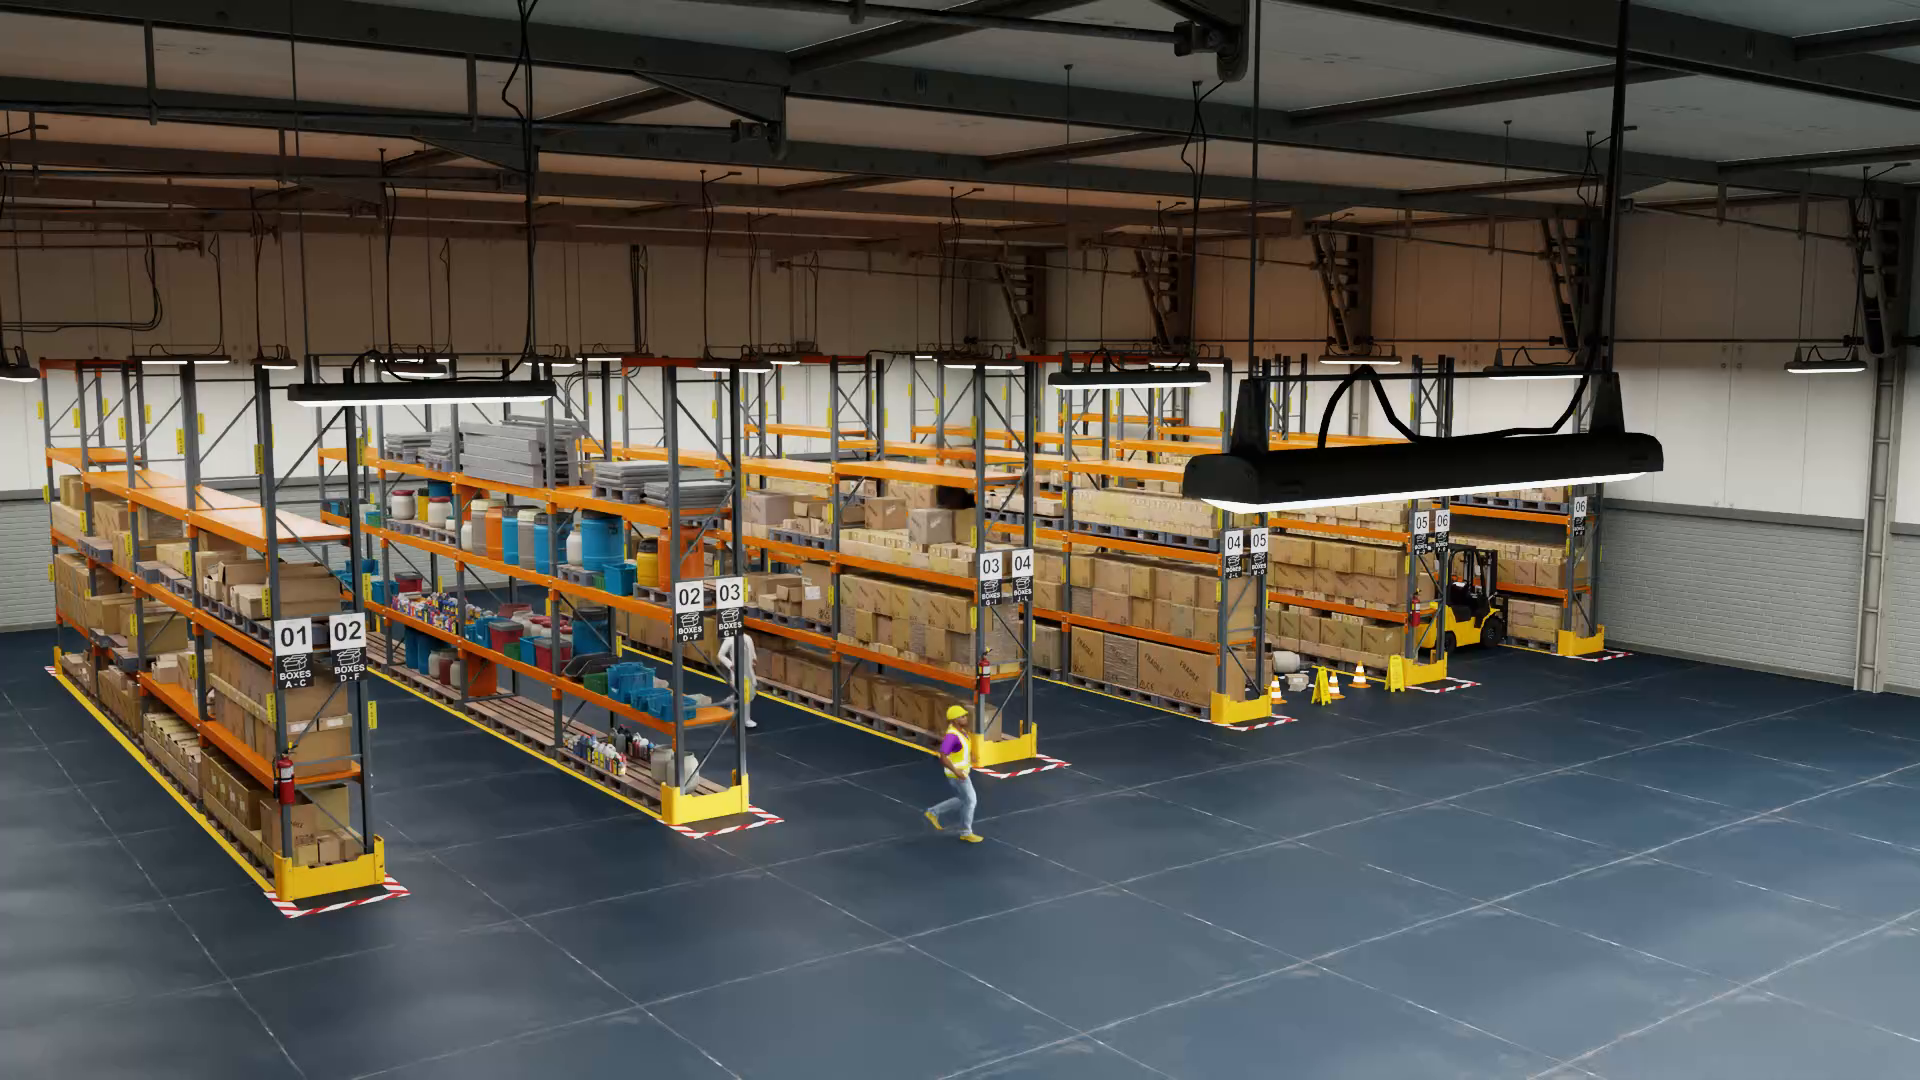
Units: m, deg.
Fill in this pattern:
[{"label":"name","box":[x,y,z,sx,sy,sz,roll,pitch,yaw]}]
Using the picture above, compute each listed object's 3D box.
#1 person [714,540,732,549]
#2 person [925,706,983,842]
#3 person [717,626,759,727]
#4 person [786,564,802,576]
[{"label":"person","box":[-5.920,0.619,40.894,0.625,1.620,0.578,4,8,30]},{"label":"person","box":[-0.076,2.953,21.066,0.751,1.754,0.692,0,7,3]},{"label":"person","box":[-3.633,2.188,27.375,0.812,1.732,0.715,6,9,42]},{"label":"person","box":[-4.232,0.388,42.736,0.588,1.671,0.610,-4,8,-31]}]
